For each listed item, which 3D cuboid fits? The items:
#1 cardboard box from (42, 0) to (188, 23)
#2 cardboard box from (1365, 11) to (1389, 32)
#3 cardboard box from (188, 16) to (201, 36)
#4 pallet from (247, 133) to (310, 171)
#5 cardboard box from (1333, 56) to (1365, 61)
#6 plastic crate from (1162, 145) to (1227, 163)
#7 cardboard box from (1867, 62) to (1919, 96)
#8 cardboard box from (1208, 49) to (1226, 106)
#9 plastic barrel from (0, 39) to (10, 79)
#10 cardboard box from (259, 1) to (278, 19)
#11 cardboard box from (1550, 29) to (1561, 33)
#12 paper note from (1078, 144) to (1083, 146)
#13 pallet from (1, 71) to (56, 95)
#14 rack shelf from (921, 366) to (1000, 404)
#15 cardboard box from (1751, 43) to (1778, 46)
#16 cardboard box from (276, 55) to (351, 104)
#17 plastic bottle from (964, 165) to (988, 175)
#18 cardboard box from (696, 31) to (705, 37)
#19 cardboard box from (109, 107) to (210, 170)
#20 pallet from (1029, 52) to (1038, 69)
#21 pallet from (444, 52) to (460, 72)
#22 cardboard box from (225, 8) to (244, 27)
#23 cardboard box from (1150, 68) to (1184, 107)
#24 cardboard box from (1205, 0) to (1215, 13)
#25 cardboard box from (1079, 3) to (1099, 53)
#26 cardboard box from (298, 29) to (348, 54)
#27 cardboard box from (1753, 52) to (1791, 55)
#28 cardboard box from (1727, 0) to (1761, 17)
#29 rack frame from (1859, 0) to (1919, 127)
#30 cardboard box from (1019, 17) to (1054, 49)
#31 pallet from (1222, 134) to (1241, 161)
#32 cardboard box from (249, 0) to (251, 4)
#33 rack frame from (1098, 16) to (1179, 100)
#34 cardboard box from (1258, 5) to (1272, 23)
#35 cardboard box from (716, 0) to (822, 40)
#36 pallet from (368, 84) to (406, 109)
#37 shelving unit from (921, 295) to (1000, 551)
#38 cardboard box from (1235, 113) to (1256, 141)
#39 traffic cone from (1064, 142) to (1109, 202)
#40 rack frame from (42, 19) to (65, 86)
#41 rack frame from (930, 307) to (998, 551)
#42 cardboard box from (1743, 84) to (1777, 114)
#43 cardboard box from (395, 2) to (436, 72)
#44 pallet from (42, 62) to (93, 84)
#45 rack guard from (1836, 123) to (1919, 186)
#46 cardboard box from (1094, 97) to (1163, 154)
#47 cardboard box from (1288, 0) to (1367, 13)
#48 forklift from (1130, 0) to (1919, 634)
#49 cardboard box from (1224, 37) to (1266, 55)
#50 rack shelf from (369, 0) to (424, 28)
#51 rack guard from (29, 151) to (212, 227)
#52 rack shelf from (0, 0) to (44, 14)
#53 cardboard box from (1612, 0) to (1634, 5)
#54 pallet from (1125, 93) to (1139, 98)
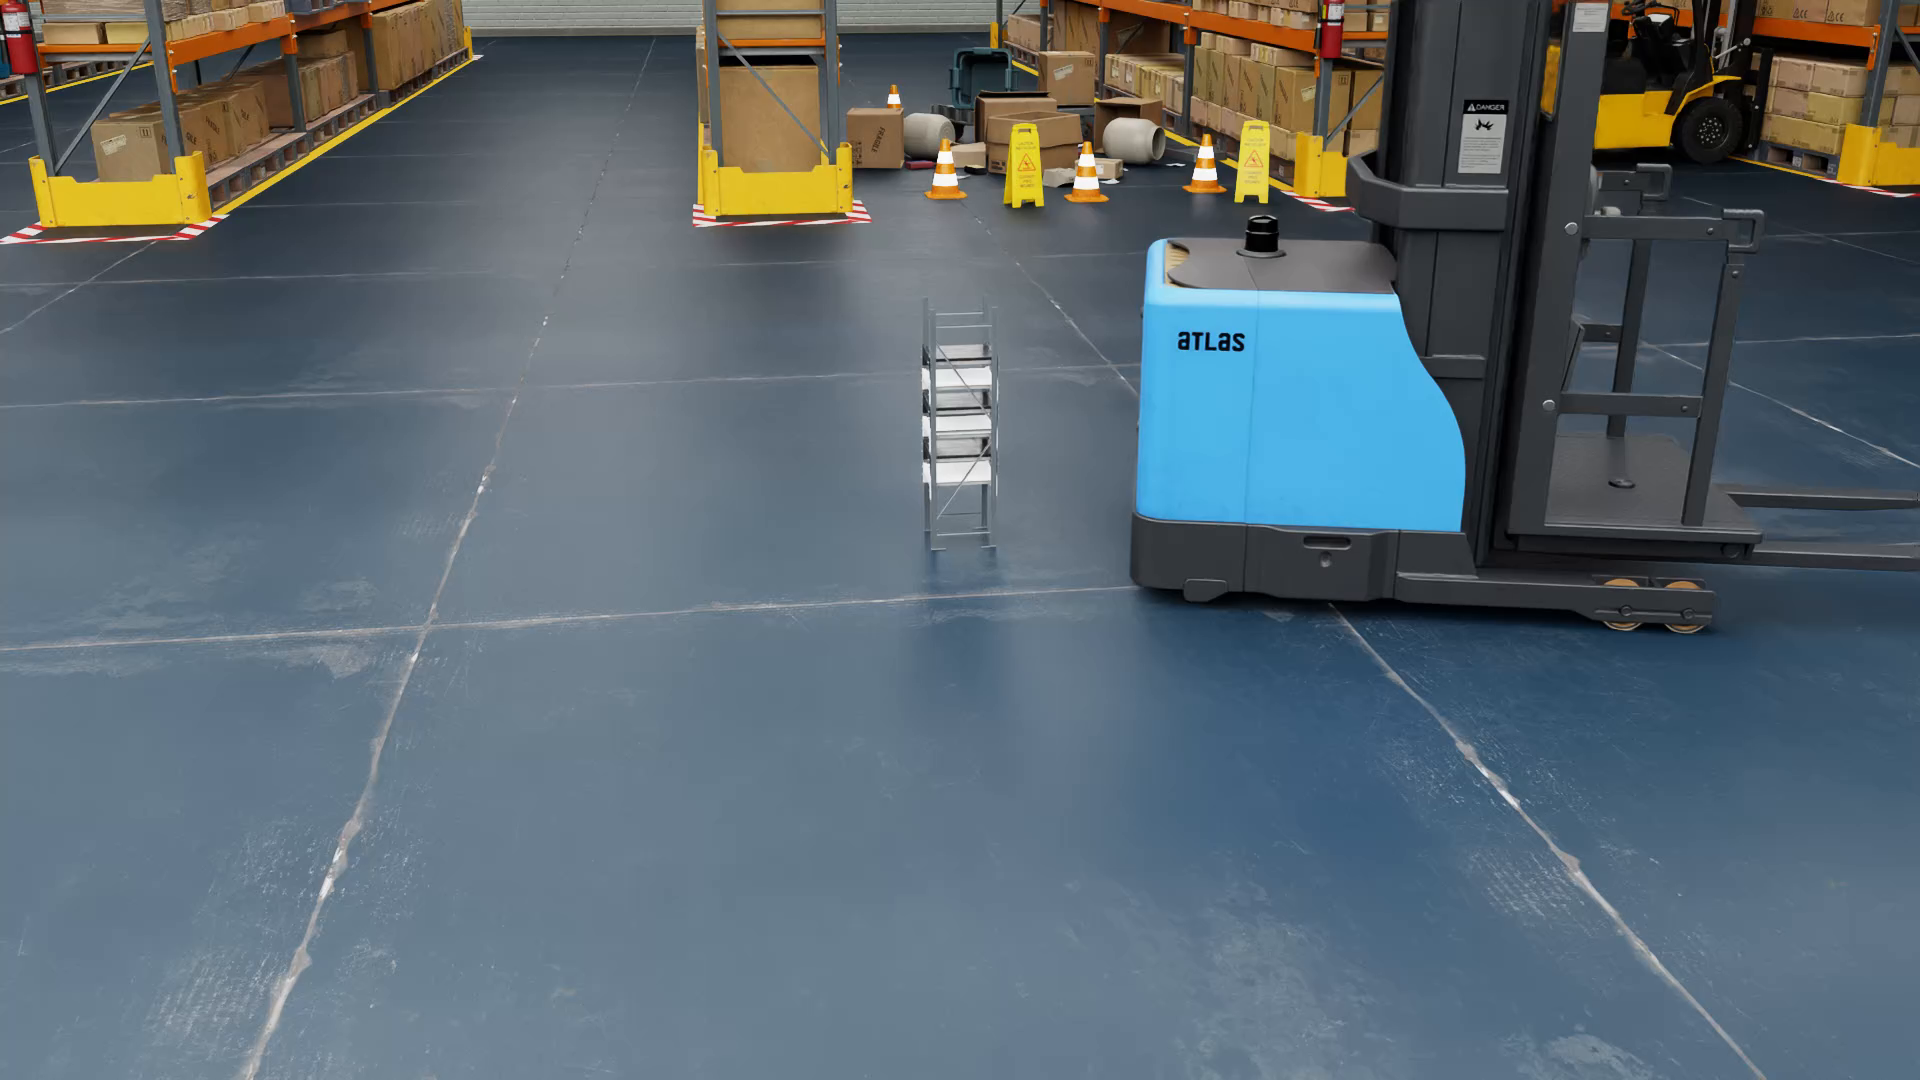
[{"bbox_3d":[-6.423,-4.200,12.606,0.875,0.500,0.500,-3,21,-8],"label":"cardboard box"},{"bbox_3d":[3.591,-4.332,13.887,0.380,0.149,0.250,-3,21,-8],"label":"cardboard box"},{"bbox_3d":[-6.271,-4.075,13.199,0.380,0.149,0.250,-3,21,-8],"label":"cardboard box"},{"bbox_3d":[-6.816,-3.670,15.740,1.003,0.211,1.213,-3,21,-8],"label":"pallet"},{"bbox_3d":[3.445,-4.238,15.534,0.500,0.500,0.500,-3,21,-7],"label":"cardboard box"},{"bbox_3d":[2.274,-3.754,16.153,0.402,0.080,0.583,-11,23,-26],"label":"plastic crate"},{"bbox_3d":[8.465,-4.126,14.878,0.500,0.250,0.500,-3,21,-9],"label":"cardboard box"},{"bbox_3d":[2.765,-4.564,16.406,0.500,0.500,0.500,-2,21,-6],"label":"cardboard box"},{"bbox_3d":[-12.839,-6.506,21.748,0.600,0.901,0.708,-3,21,-8],"label":"plastic barrel"},{"bbox_3d":[-6.599,-4.942,15.521,0.380,0.149,0.250,-3,21,-8],"label":"cardboard box"},{"bbox_3d":[7.270,-6.211,21.352,0.875,0.625,0.625,-2,21,-6],"label":"cardboard box"},{"bbox_3d":[1.247,-4.046,17.006,0.148,0.019,0.142,-3,21,-8],"label":"paper note"},{"bbox_3d":[-12.932,-6.151,22.384,1.003,0.211,1.213,-3,21,-8],"label":"pallet"},{"bbox_3d":[-0.001,-0.562,6.015,0.258,0.077,0.200,-3,21,-8],"label":"rack shelf"},{"bbox_3d":[8.120,-5.000,17.217,0.500,0.250,0.500,-3,21,-9],"label":"cardboard box"},{"bbox_3d":[-7.315,-5.204,18.807,0.700,0.500,0.500,-5,21,-12],"label":"cardboard box"},{"bbox_3d":[0.129,-3.389,15.204,0.133,0.061,0.283,-11,23,-26],"label":"plastic bottle"},{"bbox_3d":[-2.474,-5.432,19.087,1.050,0.750,0.750,-3,21,-7],"label":"cardboard box"},{"bbox_3d":[-6.565,-3.270,13.656,0.500,0.500,0.500,2,21,6],"label":"cardboard box"},{"bbox_3d":[1.673,-7.437,25.827,1.003,0.211,1.213,-3,21,-8],"label":"pallet"},{"bbox_3d":[-8.312,-7.361,25.623,1.003,0.211,1.213,-3,21,-8],"label":"pallet"},{"bbox_3d":[-6.424,-4.509,14.362,0.380,0.149,0.250,-3,21,-8],"label":"cardboard box"},{"bbox_3d":[2.674,-5.103,18.746,0.950,0.372,0.625,-2,21,-4],"label":"cardboard box"},{"bbox_3d":[2.674,-5.379,16.689,0.380,0.149,0.250,-2,21,-6],"label":"cardboard box"},{"bbox_3d":[2.140,-6.845,22.693,0.875,0.875,0.875,-3,21,-7],"label":"cardboard box"},{"bbox_3d":[-7.398,-5.748,19.190,0.500,0.250,0.500,-2,21,-6],"label":"cardboard box"},{"bbox_3d":[7.744,-4.621,16.201,0.500,0.250,0.500,-3,21,-9],"label":"cardboard box"},{"bbox_3d":[7.793,-5.308,15.999,0.500,0.500,0.500,-3,21,-7],"label":"cardboard box"},{"bbox_3d":[8.347,-4.573,14.174,1.000,3.000,0.127,-3,21,-8],"label":"rack frame"},{"bbox_3d":[1.463,-8.318,27.261,0.875,0.438,0.875,-2,21,-6],"label":"cardboard box"},{"bbox_3d":[3.170,-3.746,15.945,1.003,0.211,1.213,-3,21,-8],"label":"pallet"},{"bbox_3d":[-6.907,-5.059,14.907,0.875,0.500,0.500,-3,21,-8],"label":"cardboard box"},{"bbox_3d":[2.282,-7.092,20.916,1.000,3.000,0.127,-3,21,-8],"label":"rack frame"},{"bbox_3d":[2.916,-4.762,15.038,0.380,0.149,0.250,-3,21,-8],"label":"cardboard box"},{"bbox_3d":[-1.547,-4.233,13.049,0.875,0.550,0.550,-3,21,-8],"label":"cardboard box"},{"bbox_3d":[-7.564,-5.562,20.807,1.003,0.211,1.213,-3,21,-8],"label":"pallet"},{"bbox_3d":[-0.001,-0.424,6.066,0.258,0.900,0.210,-3,21,-8],"label":"shelving unit"},{"bbox_3d":[2.905,-3.857,15.586,0.500,0.250,0.500,-4,21,-10],"label":"cardboard box"},{"bbox_3d":[1.047,-3.043,13.703,0.336,0.463,0.334,-3,21,-8],"label":"traffic cone"},{"bbox_3d":[-13.002,-7.727,22.617,1.000,3.000,0.127,-3,21,-8],"label":"rack frame"},{"bbox_3d":[0.014,-0.389,5.972,0.240,0.900,0.006,-3,21,-8],"label":"rack frame"},{"bbox_3d":[7.810,-4.221,15.845,0.500,0.250,0.500,-3,21,-9],"label":"cardboard box"},{"bbox_3d":[-7.989,-6.957,22.994,1.225,0.875,0.875,-3,21,-8],"label":"cardboard box"},{"bbox_3d":[-13.147,-6.673,23.781,1.003,0.211,1.213,-3,21,-8],"label":"pallet"},{"bbox_3d":[8.350,-3.394,14.589,1.175,0.500,0.348,-3,21,-8],"label":"rack guard"},{"bbox_3d":[1.667,-4.097,16.468,0.500,0.500,0.500,12,24,29],"label":"cardboard box"},{"bbox_3d":[3.084,-4.682,13.896,0.500,0.500,0.500,-3,21,-9],"label":"cardboard box"},{"bbox_3d":[2.134,-1.266,5.417,3.031,2.935,1.130,2,21,6],"label":"forklift"},{"bbox_3d":[2.753,-4.735,15.938,0.380,0.149,0.250,-2,21,-5],"label":"cardboard box"},{"bbox_3d":[-7.813,-6.947,21.558,1.077,0.370,4.000,-3,21,-8],"label":"rack shelf"},{"bbox_3d":[-6.382,-2.677,12.670,1.175,0.500,0.348,-3,21,-8],"label":"rack guard"},{"bbox_3d":[-12.714,-6.697,20.889,1.077,0.370,4.000,-3,21,-8],"label":"rack shelf"},{"bbox_3d":[7.438,-6.049,18.340,0.500,0.250,0.500,-2,21,-7],"label":"cardboard box"},{"bbox_3d":[2.566,-5.093,19.551,1.003,0.211,1.213,-3,21,-8],"label":"pallet"}]
